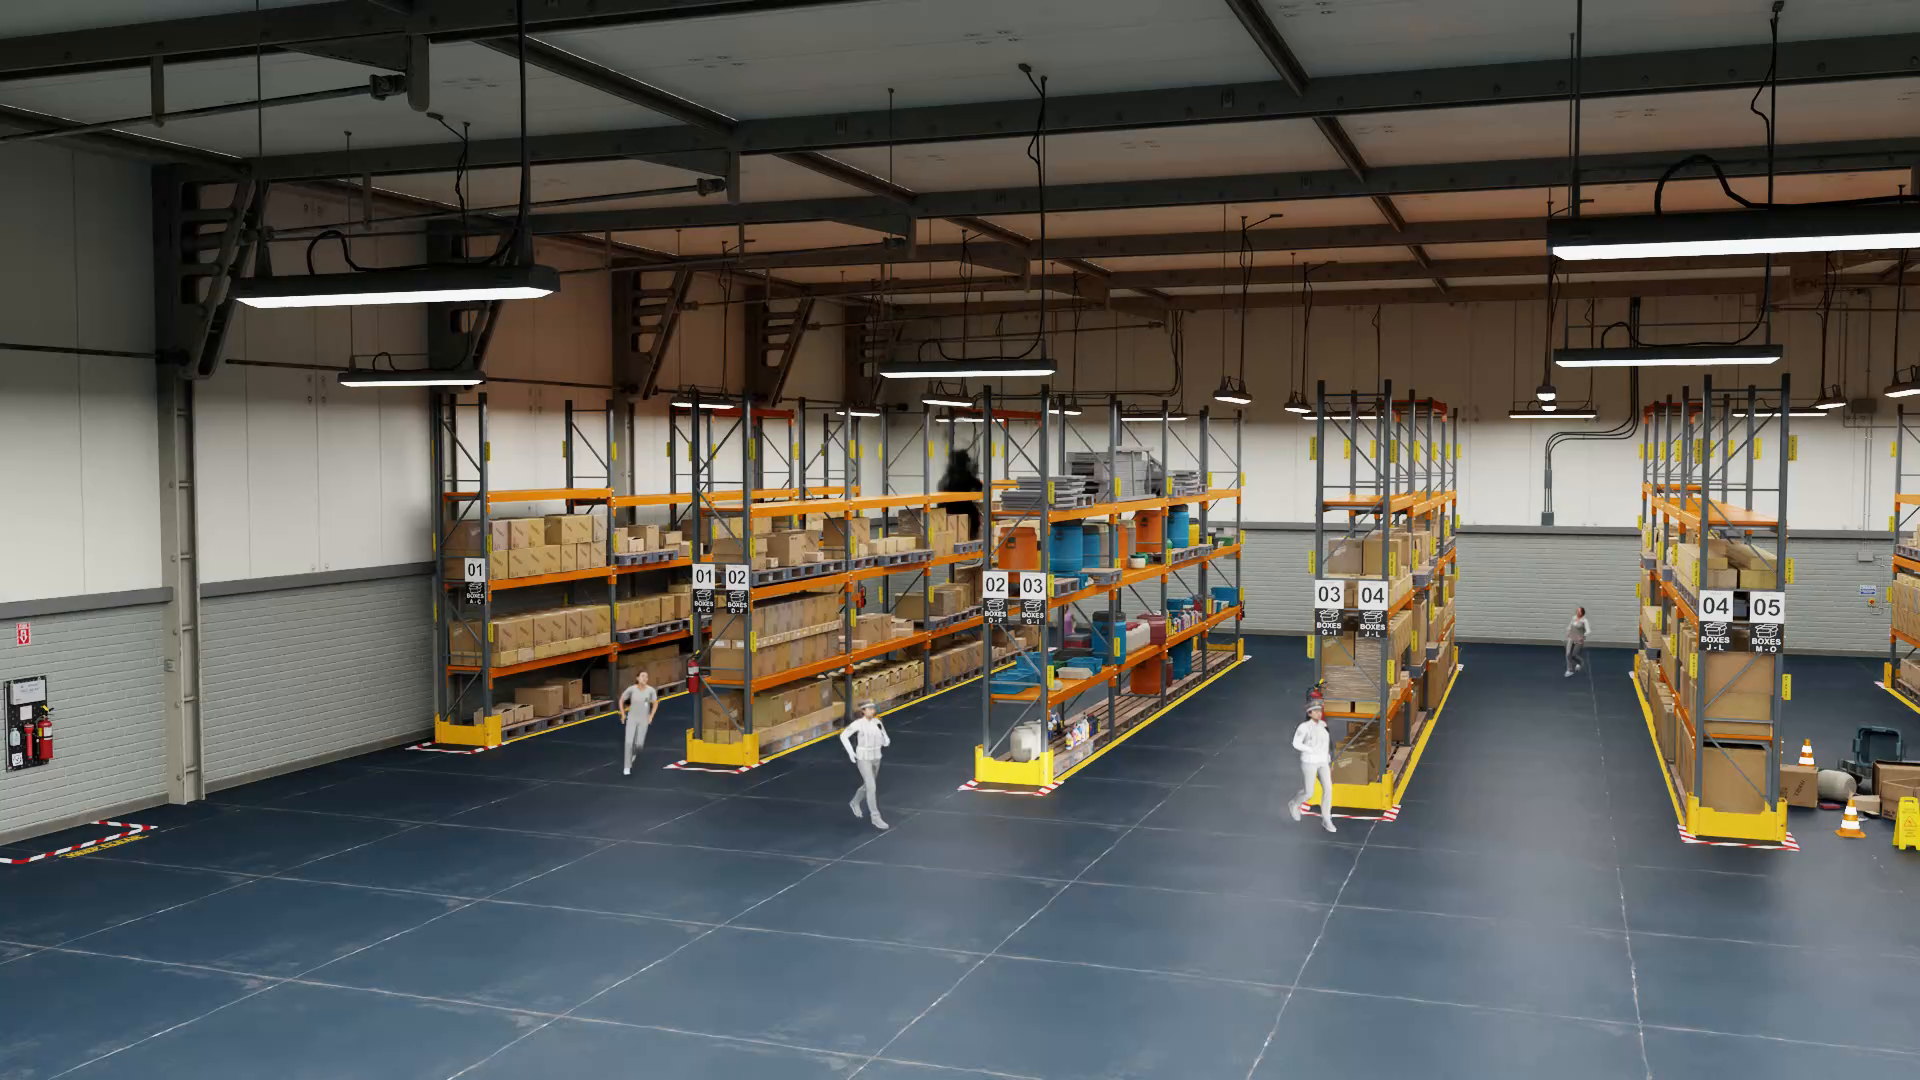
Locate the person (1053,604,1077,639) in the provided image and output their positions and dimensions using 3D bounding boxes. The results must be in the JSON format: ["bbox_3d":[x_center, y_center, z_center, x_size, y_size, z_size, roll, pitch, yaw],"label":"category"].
[{"bbox_3d":[2.352,2.217,37.382,0.530,1.604,0.820,1,3,10],"label":"person"}]

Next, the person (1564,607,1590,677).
[{"bbox_3d":[13.783,2.265,37.070,0.600,1.567,0.588,-2,4,-38],"label":"person"}]

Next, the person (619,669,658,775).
[{"bbox_3d":[-5.032,2.831,26.036,0.604,1.596,0.567,-1,3,-14],"label":"person"}]

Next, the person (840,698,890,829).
[{"bbox_3d":[-1.225,2.944,22.215,0.614,1.689,0.919,-3,4,-42],"label":"person"}]

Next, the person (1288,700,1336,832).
[{"bbox_3d":[4.697,2.973,22.116,0.639,1.711,0.825,-2,4,-30],"label":"person"}]
